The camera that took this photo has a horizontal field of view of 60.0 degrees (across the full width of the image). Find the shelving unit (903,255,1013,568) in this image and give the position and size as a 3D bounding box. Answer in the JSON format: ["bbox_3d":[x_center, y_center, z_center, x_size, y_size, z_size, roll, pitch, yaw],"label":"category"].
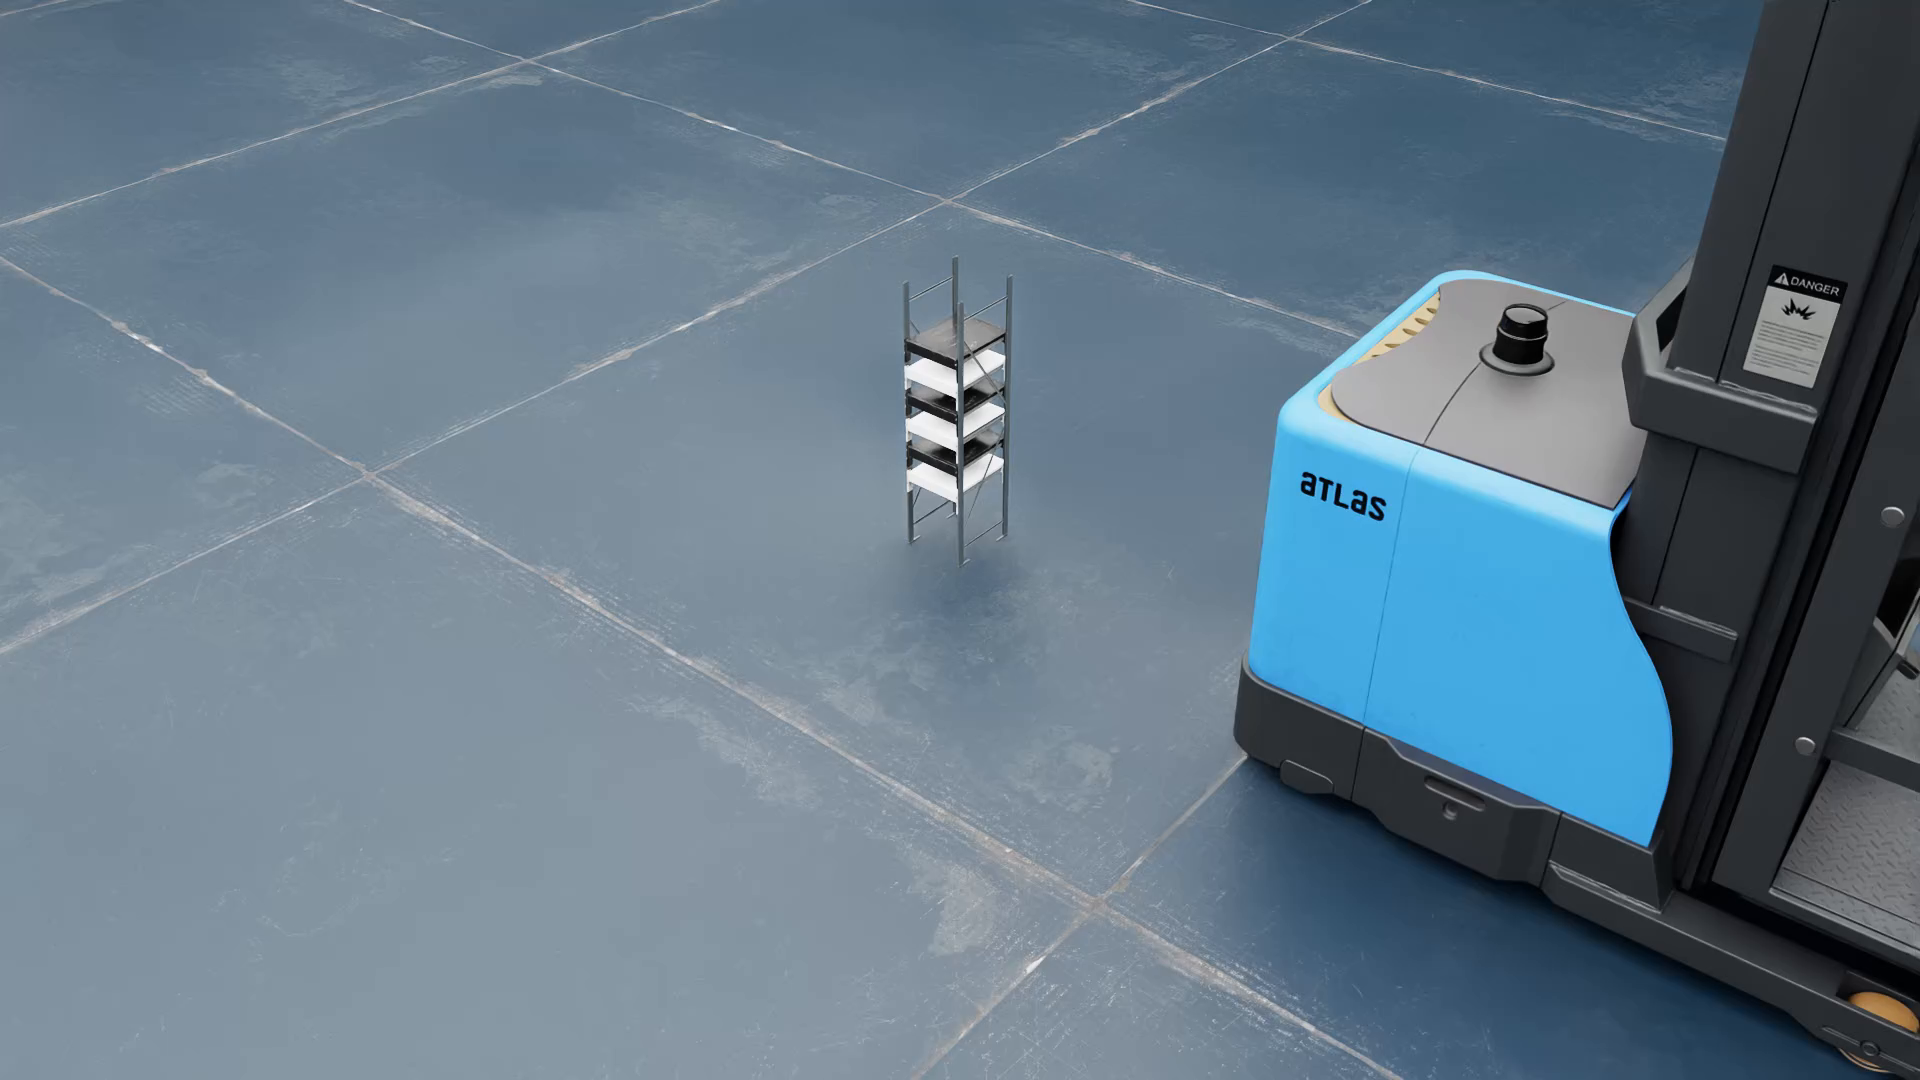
[{"bbox_3d":[-0.006,-0.374,5.000,0.210,0.900,0.258,25,42,32],"label":"shelving unit"}]

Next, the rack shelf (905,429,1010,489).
[{"bbox_3d":[-0.006,-0.272,5.069,0.200,0.077,0.258,25,42,32],"label":"rack shelf"}]

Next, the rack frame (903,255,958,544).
[{"bbox_3d":[-0.084,-0.411,5.053,0.006,0.900,0.240,25,42,32],"label":"rack frame"}]

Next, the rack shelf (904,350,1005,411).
[{"bbox_3d":[-0.006,-0.495,4.917,0.200,0.077,0.258,25,42,32],"label":"rack shelf"}]

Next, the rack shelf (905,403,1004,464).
[{"bbox_3d":[-0.006,-0.346,5.018,0.200,0.077,0.258,25,42,32],"label":"rack shelf"}]

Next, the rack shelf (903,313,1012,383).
[{"bbox_3d":[-0.006,-0.569,4.866,0.200,0.077,0.258,25,42,32],"label":"rack shelf"}]

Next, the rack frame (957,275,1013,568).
[{"bbox_3d":[0.072,-0.337,4.946,0.006,0.900,0.240,25,42,32],"label":"rack frame"}]

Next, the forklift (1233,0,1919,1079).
[{"bbox_3d":[2.201,-0.342,3.159,3.031,2.935,1.130,23,41,30],"label":"forklift"}]

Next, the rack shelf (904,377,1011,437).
[{"bbox_3d":[-0.006,-0.421,4.967,0.200,0.077,0.258,25,42,32],"label":"rack shelf"}]

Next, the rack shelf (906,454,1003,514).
[{"bbox_3d":[-0.006,-0.198,5.120,0.200,0.077,0.258,25,42,32],"label":"rack shelf"}]
